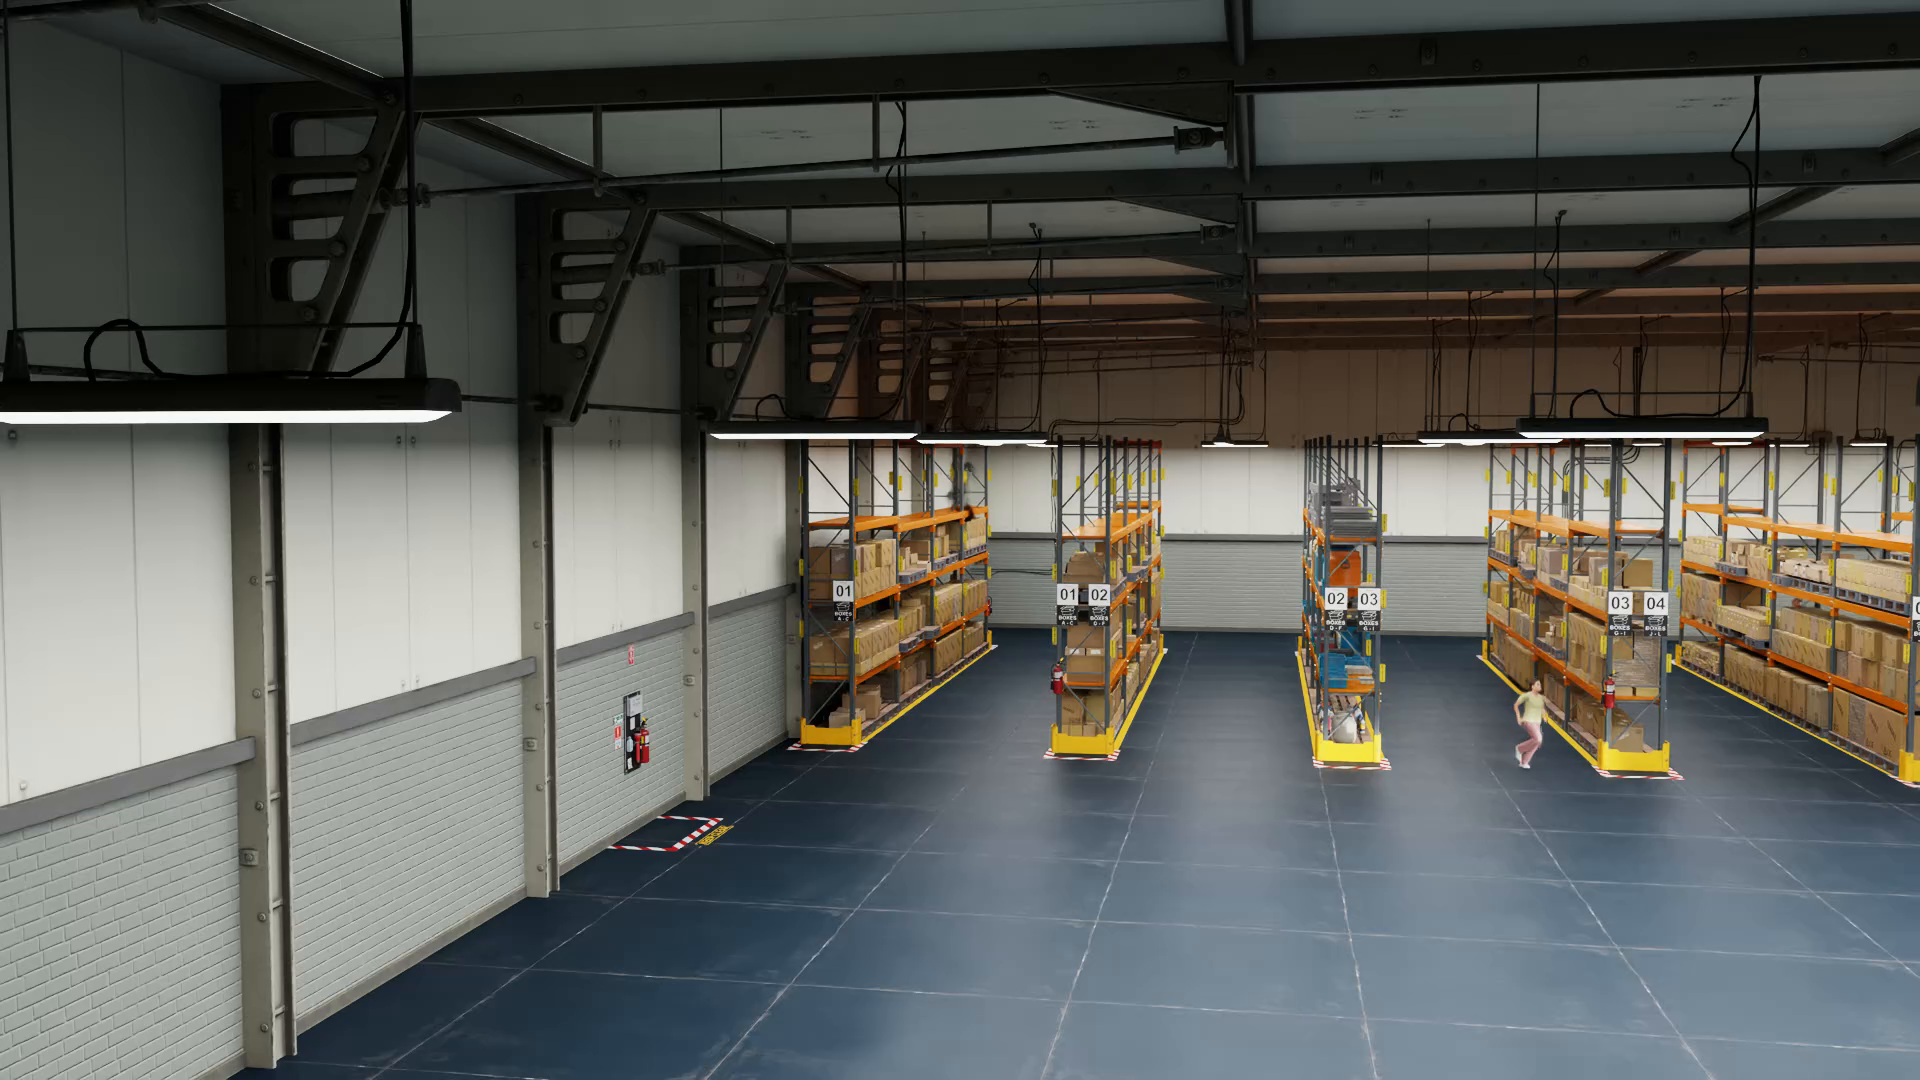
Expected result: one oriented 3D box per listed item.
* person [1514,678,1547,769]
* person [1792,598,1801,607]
[{"bbox_3d":[10.355,3.299,29.947,0.613,1.596,0.517,-2,3,-27],"label":"person"},{"bbox_3d":[22.667,2.442,45.132,0.736,1.761,0.639,0,3,4],"label":"person"}]
